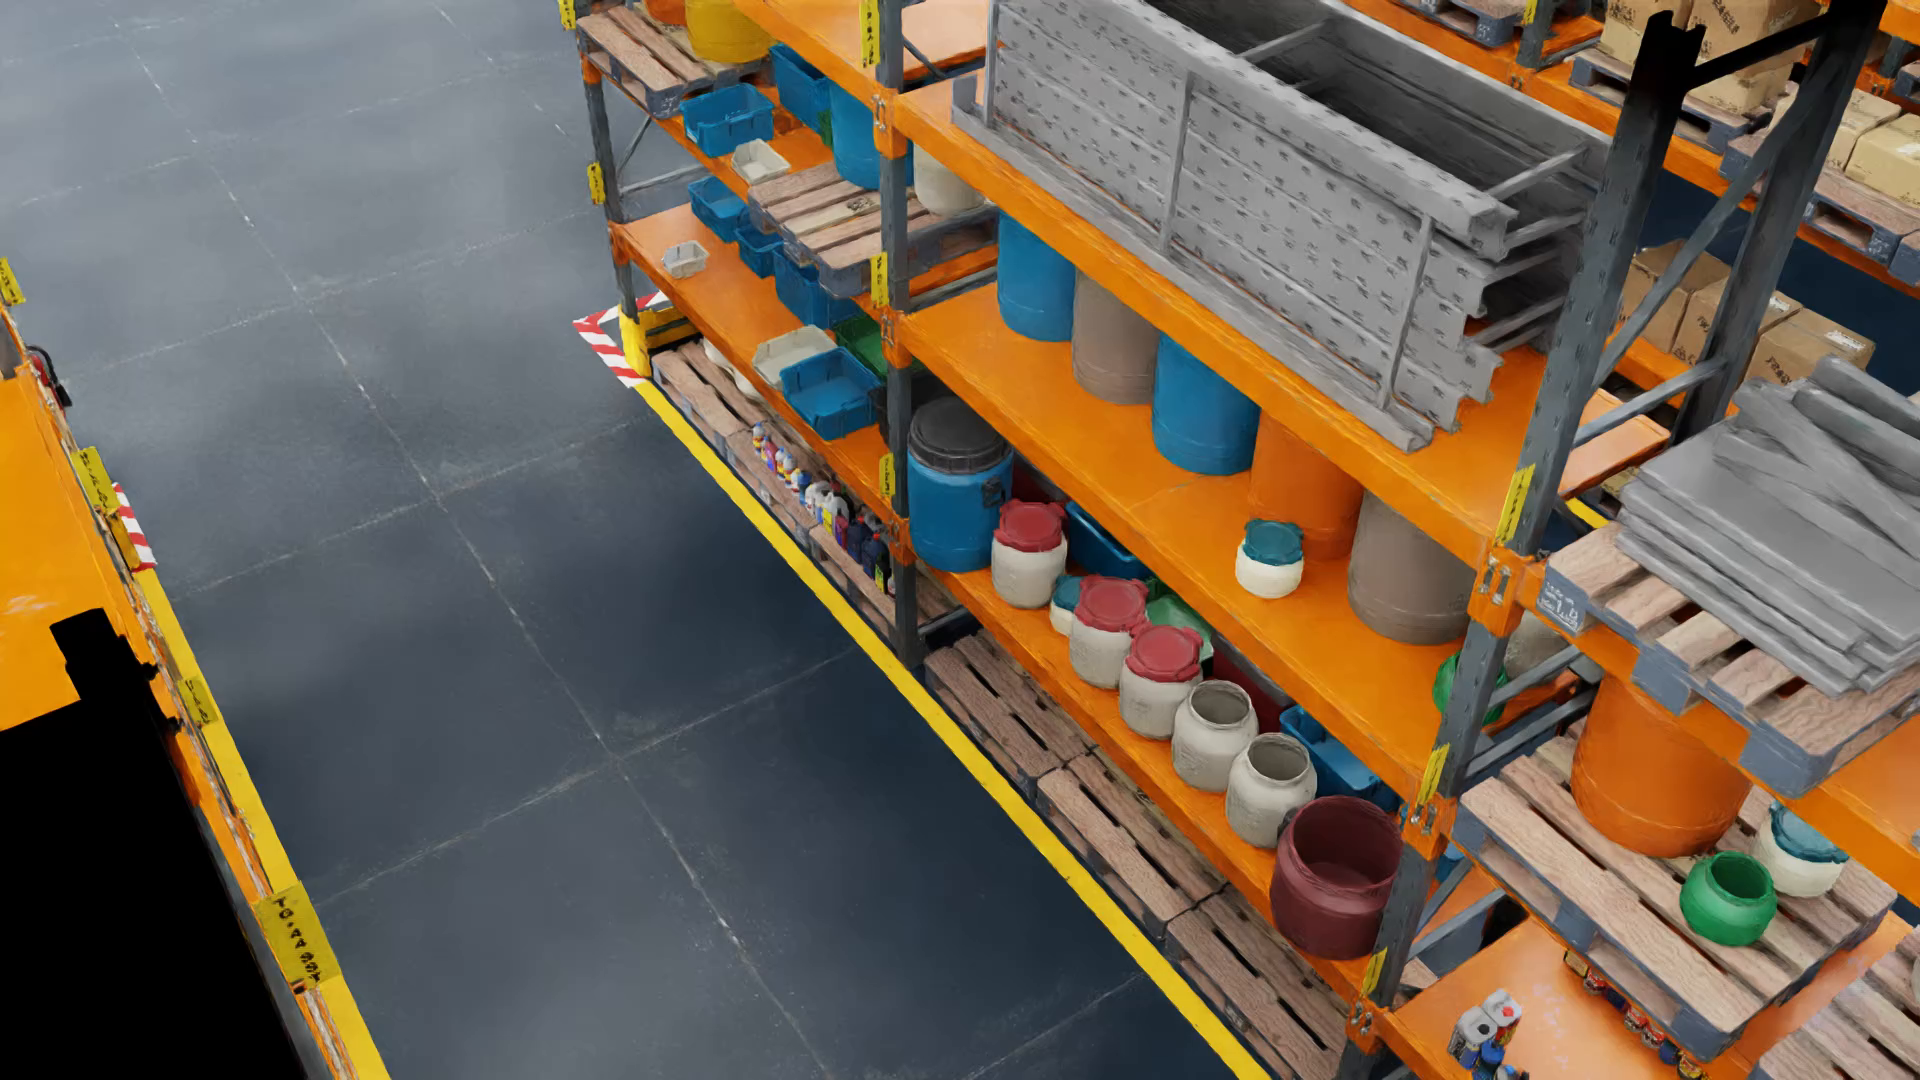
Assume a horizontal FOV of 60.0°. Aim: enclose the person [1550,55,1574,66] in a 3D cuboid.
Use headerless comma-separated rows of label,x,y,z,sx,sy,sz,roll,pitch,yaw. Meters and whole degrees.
person,5.338,-4.231,15.088,0.801,1.697,0.706,26,49,25
